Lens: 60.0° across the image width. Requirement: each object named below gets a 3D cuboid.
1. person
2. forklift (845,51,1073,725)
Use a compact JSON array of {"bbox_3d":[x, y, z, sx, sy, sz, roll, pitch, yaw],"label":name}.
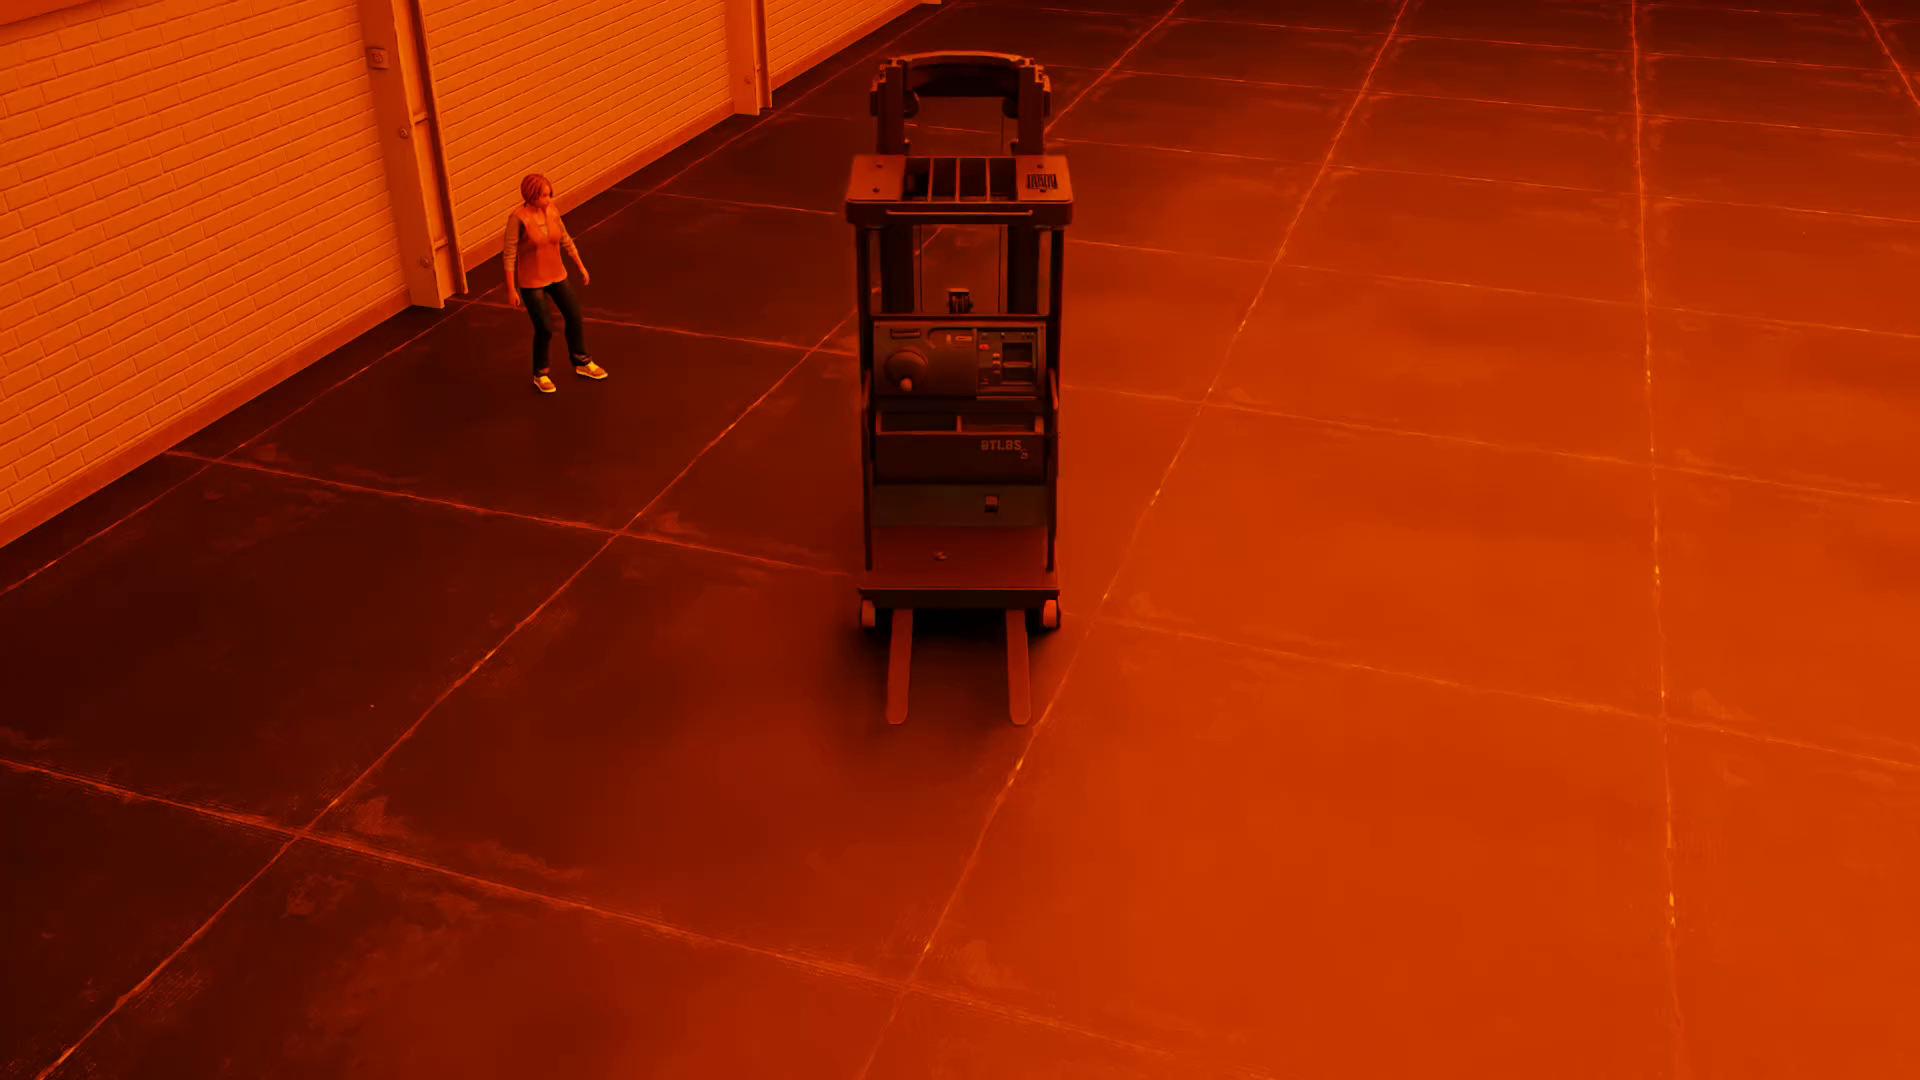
[{"bbox_3d":[-2.897,-1.812,11.686,0.367,1.577,0.621,23,37,34],"label":"person"},{"bbox_3d":[-0.001,-0.935,8.776,1.130,2.935,3.031,0,30,0],"label":"forklift"}]
